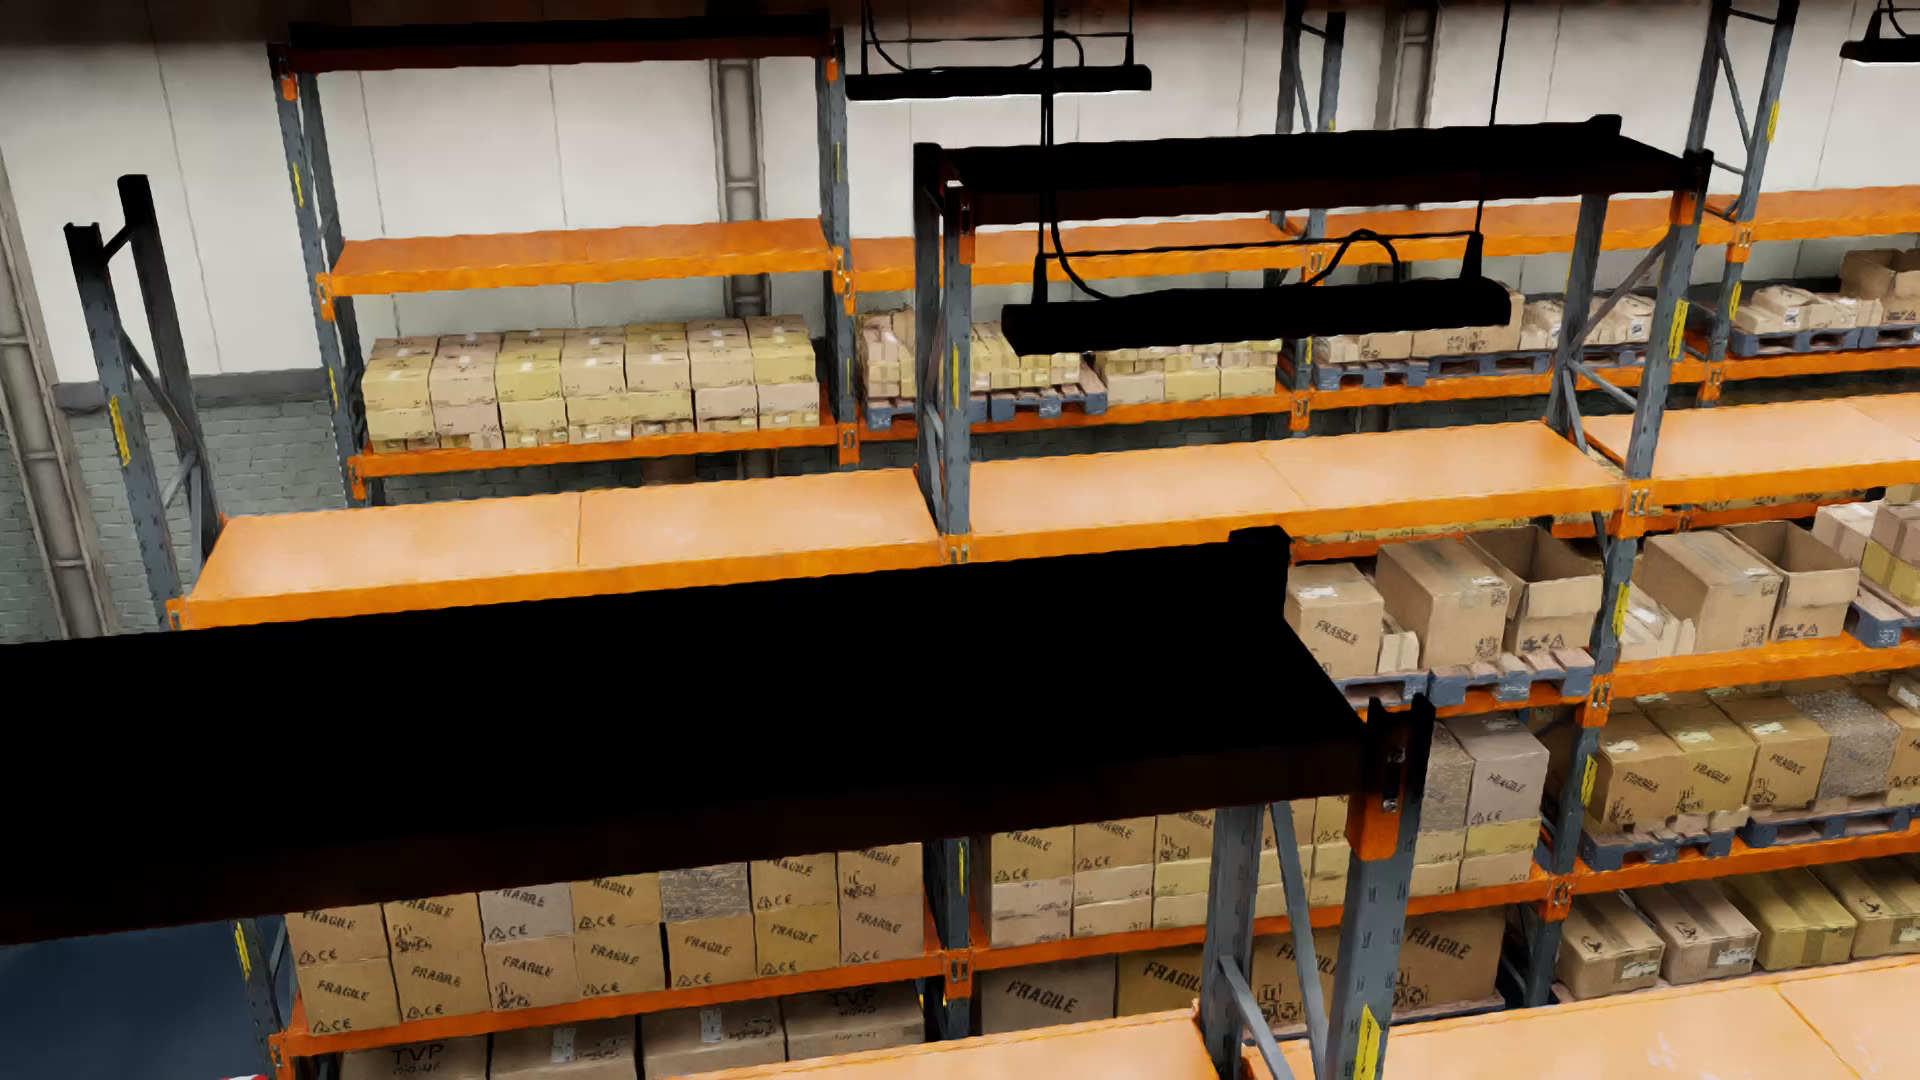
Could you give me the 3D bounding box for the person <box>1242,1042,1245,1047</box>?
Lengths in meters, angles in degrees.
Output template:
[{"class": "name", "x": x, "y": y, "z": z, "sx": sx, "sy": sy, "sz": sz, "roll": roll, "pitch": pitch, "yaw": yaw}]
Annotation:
[{"class": "person", "x": 1.394, "y": 3.432, "z": 9.121, "sx": 0.669, "sy": 1.783, "sz": 0.590, "roll": 5, "pitch": 26, "yaw": 10}]
